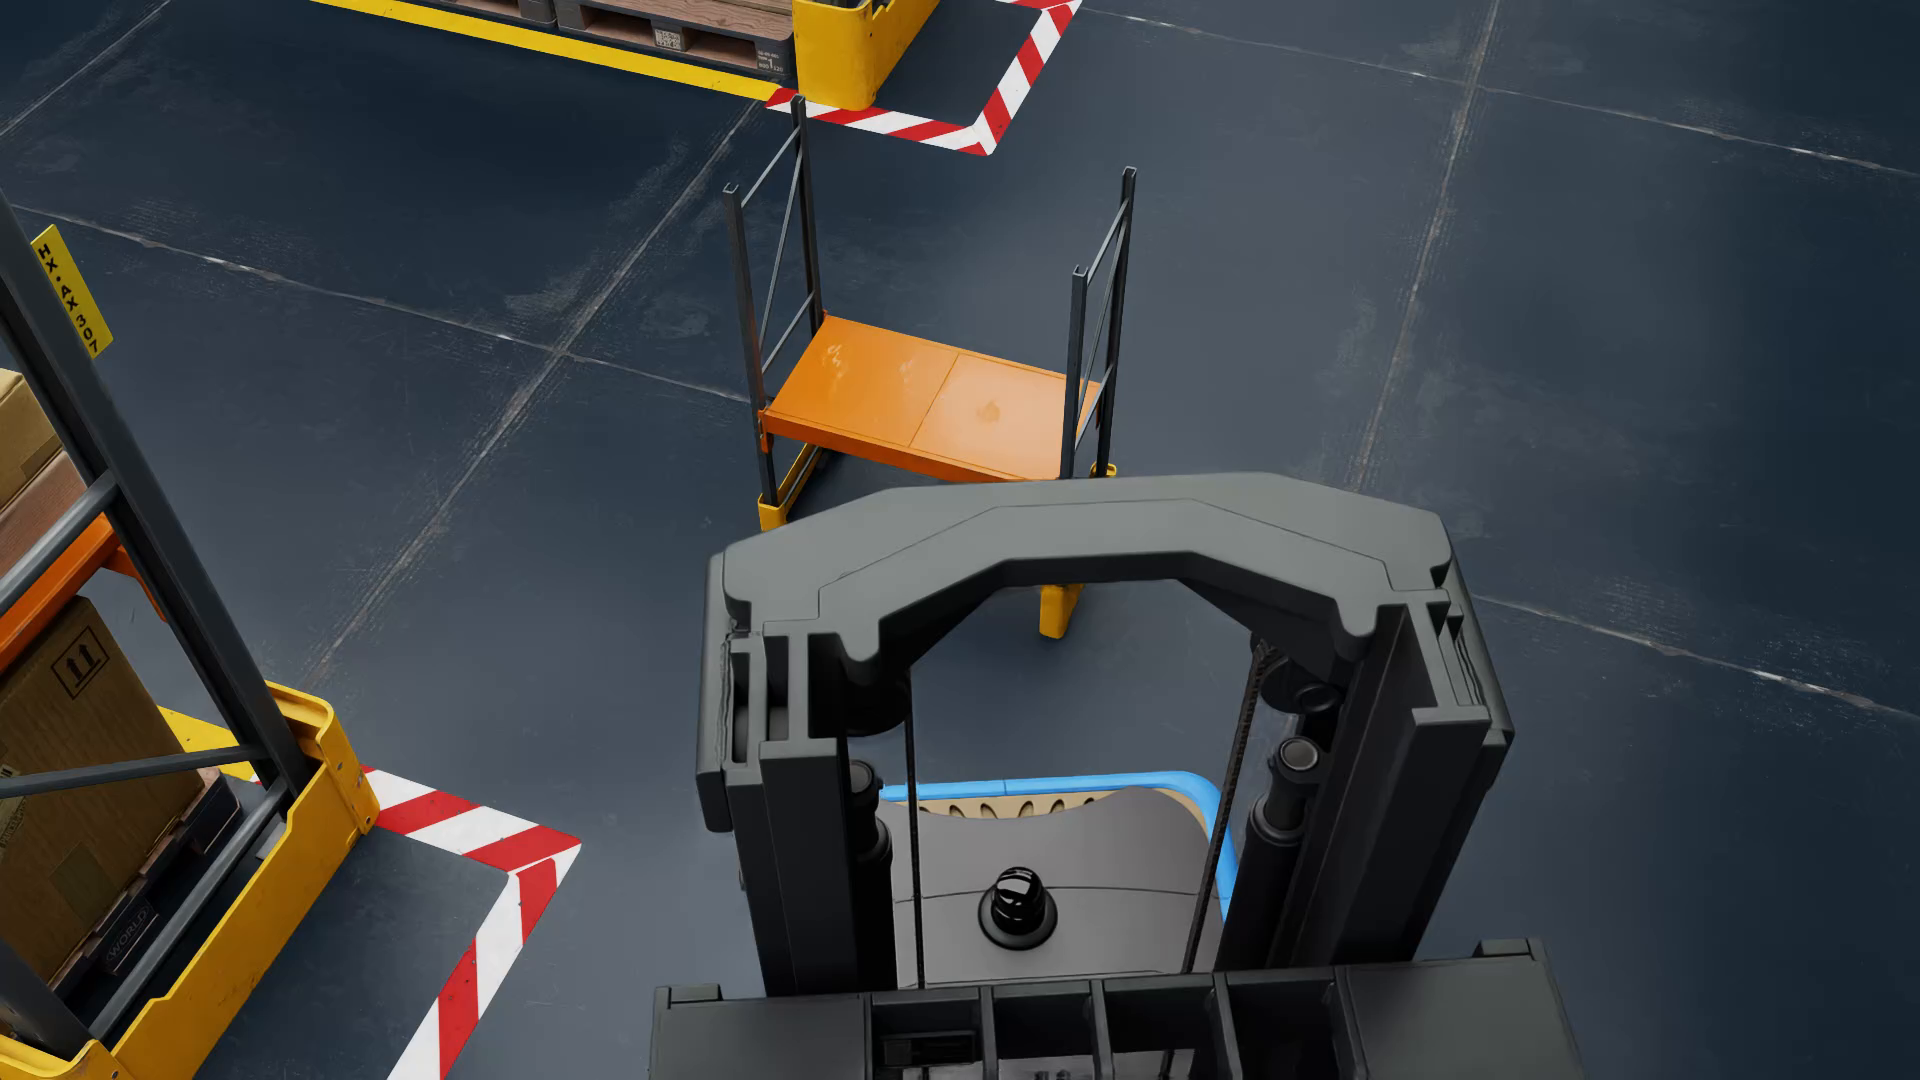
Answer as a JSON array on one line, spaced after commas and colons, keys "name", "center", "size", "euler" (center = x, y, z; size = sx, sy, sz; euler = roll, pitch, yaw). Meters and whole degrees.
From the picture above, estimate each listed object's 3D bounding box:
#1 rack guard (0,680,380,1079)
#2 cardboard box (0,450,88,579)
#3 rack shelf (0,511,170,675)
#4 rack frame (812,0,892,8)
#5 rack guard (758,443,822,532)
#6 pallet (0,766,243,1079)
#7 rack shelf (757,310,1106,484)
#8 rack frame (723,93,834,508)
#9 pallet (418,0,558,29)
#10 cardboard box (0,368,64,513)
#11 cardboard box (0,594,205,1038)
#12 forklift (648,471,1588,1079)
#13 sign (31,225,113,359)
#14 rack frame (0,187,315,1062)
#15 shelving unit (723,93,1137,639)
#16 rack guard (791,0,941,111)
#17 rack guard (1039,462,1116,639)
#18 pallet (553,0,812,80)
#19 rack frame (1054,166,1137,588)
[{"name": "rack guard", "center": [-2.101, 1.002, 4.550], "size": [0.348, 0.500, 1.175], "euler": [16, 51, 13]}, {"name": "cardboard box", "center": [-2.342, -0.067, 3.990], "size": [0.250, 0.149, 0.380], "euler": [16, 51, 14]}, {"name": "rack shelf", "center": [-4.000, -0.111, 4.337], "size": [4.000, 0.370, 1.077], "euler": [16, 51, 13]}, {"name": "rack frame", "center": [-0.407, -3.334, 6.654], "size": [0.127, 3.000, 1.000], "euler": [16, 51, 13]}, {"name": "rack guard", "center": [-0.539, -0.232, 5.786], "size": [0.087, 0.250, 0.587], "euler": [16, 51, 13]}, {"name": "pallet", "center": [-2.901, 0.937, 4.799], "size": [1.213, 0.211, 1.003], "euler": [16, 51, 13]}, {"name": "rack shelf", "center": [-0.080, -0.396, 5.339], "size": [1.000, 0.185, 0.538], "euler": [16, 51, 13]}, {"name": "rack frame", "center": [-0.557, -0.647, 5.318], "size": [0.032, 1.500, 0.500], "euler": [16, 51, 13]}, {"name": "pallet", "center": [-2.308, -2.984, 8.197], "size": [1.213, 0.211, 1.003], "euler": [16, 51, 13]}, {"name": "cardboard box", "center": [-2.480, -0.188, 3.830], "size": [0.500, 0.250, 0.500], "euler": [14, 51, 12]}, {"name": "cardboard box", "center": [-2.752, 0.625, 4.352], "size": [0.875, 0.875, 0.875], "euler": [16, 51, 13]}, {"name": "forklift", "center": [0.192, 1.414, 2.585], "size": [1.130, 2.935, 3.031], "euler": [-3, 49, -2]}, {"name": "sign", "center": [-1.926, -0.524, 3.594], "size": [0.005, 0.325, 0.100], "euler": [16, 51, 13]}, {"name": "rack frame", "center": [-2.124, 0.177, 3.611], "size": [0.127, 3.000, 1.000], "euler": [16, 51, 13]}, {"name": "shelving unit", "center": [-0.072, -0.511, 5.201], "size": [1.083, 1.500, 0.587], "euler": [16, 51, 13]}, {"name": "rack guard", "center": [-0.380, -2.518, 7.601], "size": [0.348, 0.500, 1.175], "euler": [16, 51, 13]}, {"name": "rack guard", "center": [0.396, 0.029, 5.560], "size": [0.087, 0.250, 0.587], "euler": [16, 51, 13]}, {"name": "pallet", "center": [-1.167, -2.664, 7.919], "size": [1.213, 0.211, 1.003], "euler": [16, 51, 13]}, {"name": "rack frame", "center": [0.397, -0.380, 5.087], "size": [0.032, 1.500, 0.500], "euler": [16, 51, 13]}]
